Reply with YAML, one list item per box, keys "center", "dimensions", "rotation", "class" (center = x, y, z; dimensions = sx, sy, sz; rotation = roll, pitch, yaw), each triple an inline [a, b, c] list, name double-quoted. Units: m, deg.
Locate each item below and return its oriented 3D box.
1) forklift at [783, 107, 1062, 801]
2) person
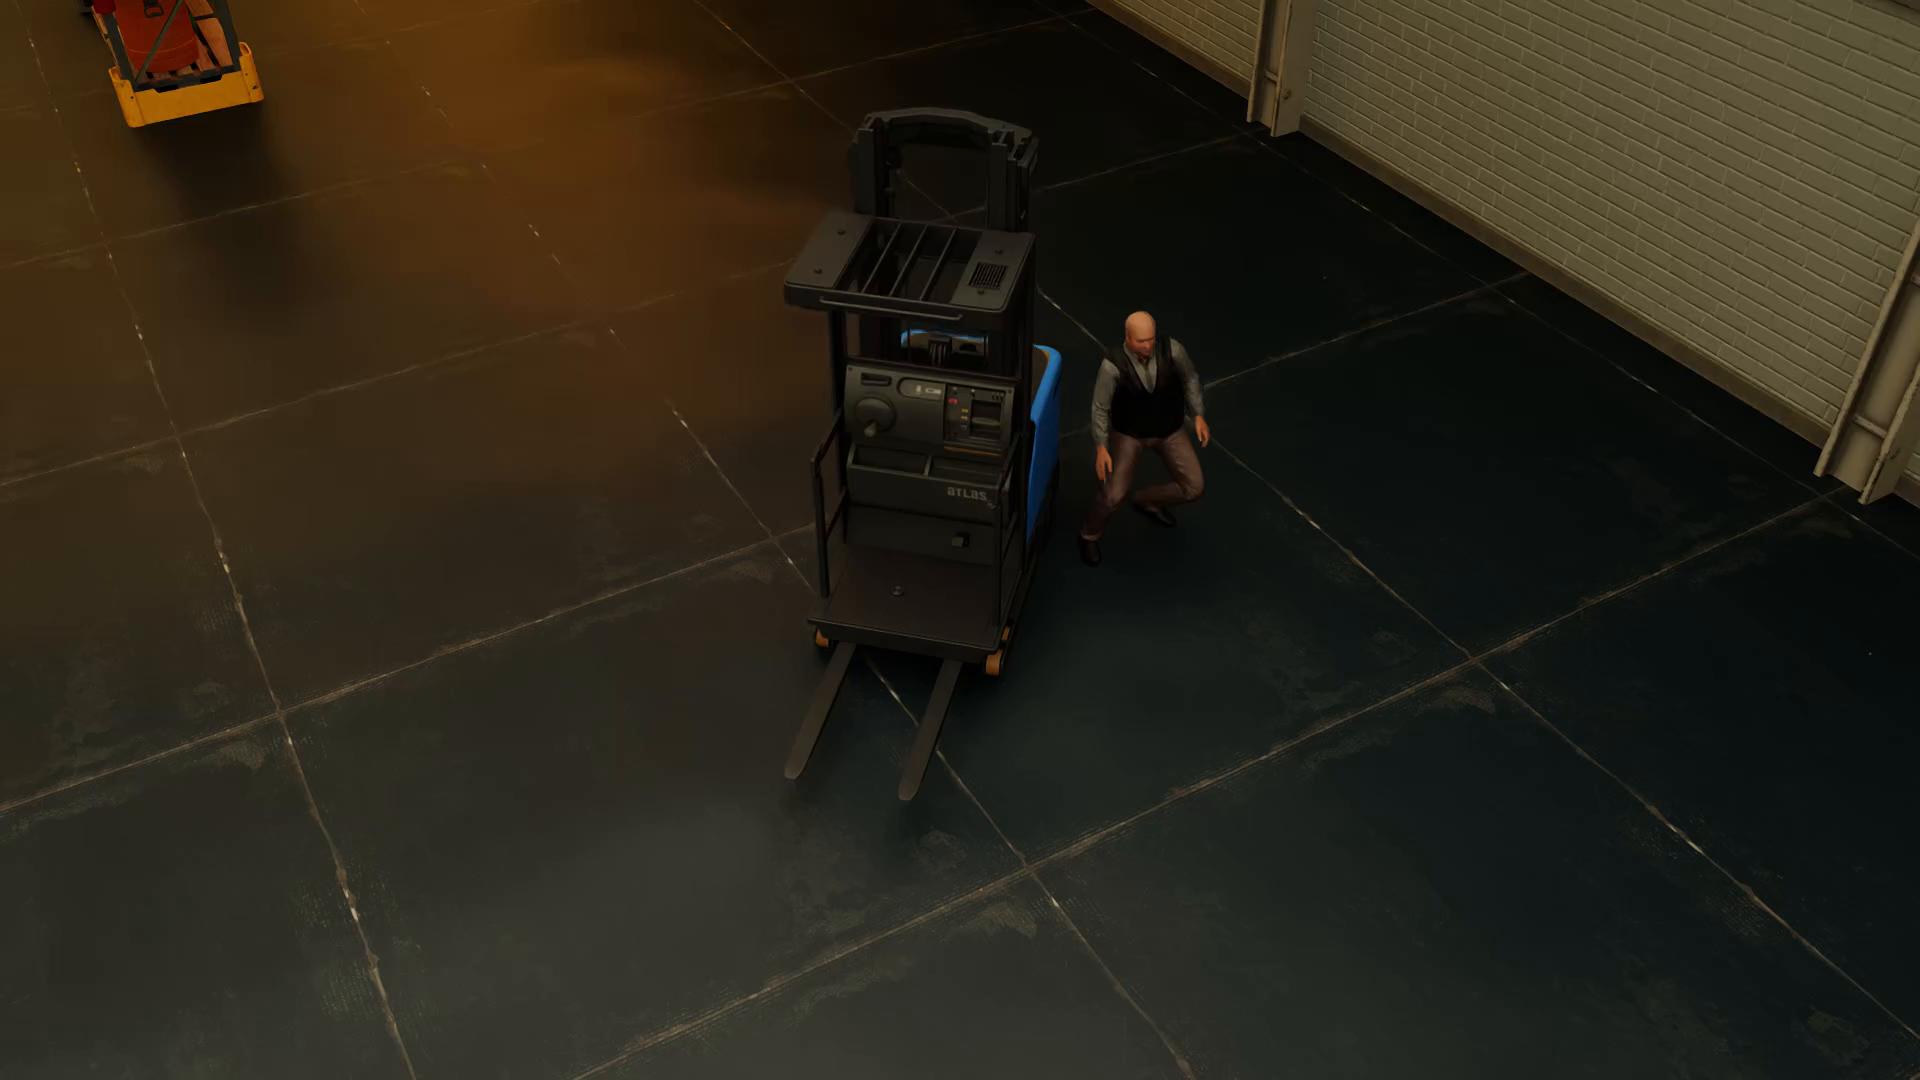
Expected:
- center: [-0.217, -0.628, 8.793]
  dimensions: [1.130, 2.935, 3.031]
  rotation: [9, 40, 11]
  class: "forklift"
- center: [1.097, -0.601, 9.815]
  dimensions: [0.759, 1.586, 0.623]
  rotation: [-7, 40, -8]
  class: "person"
